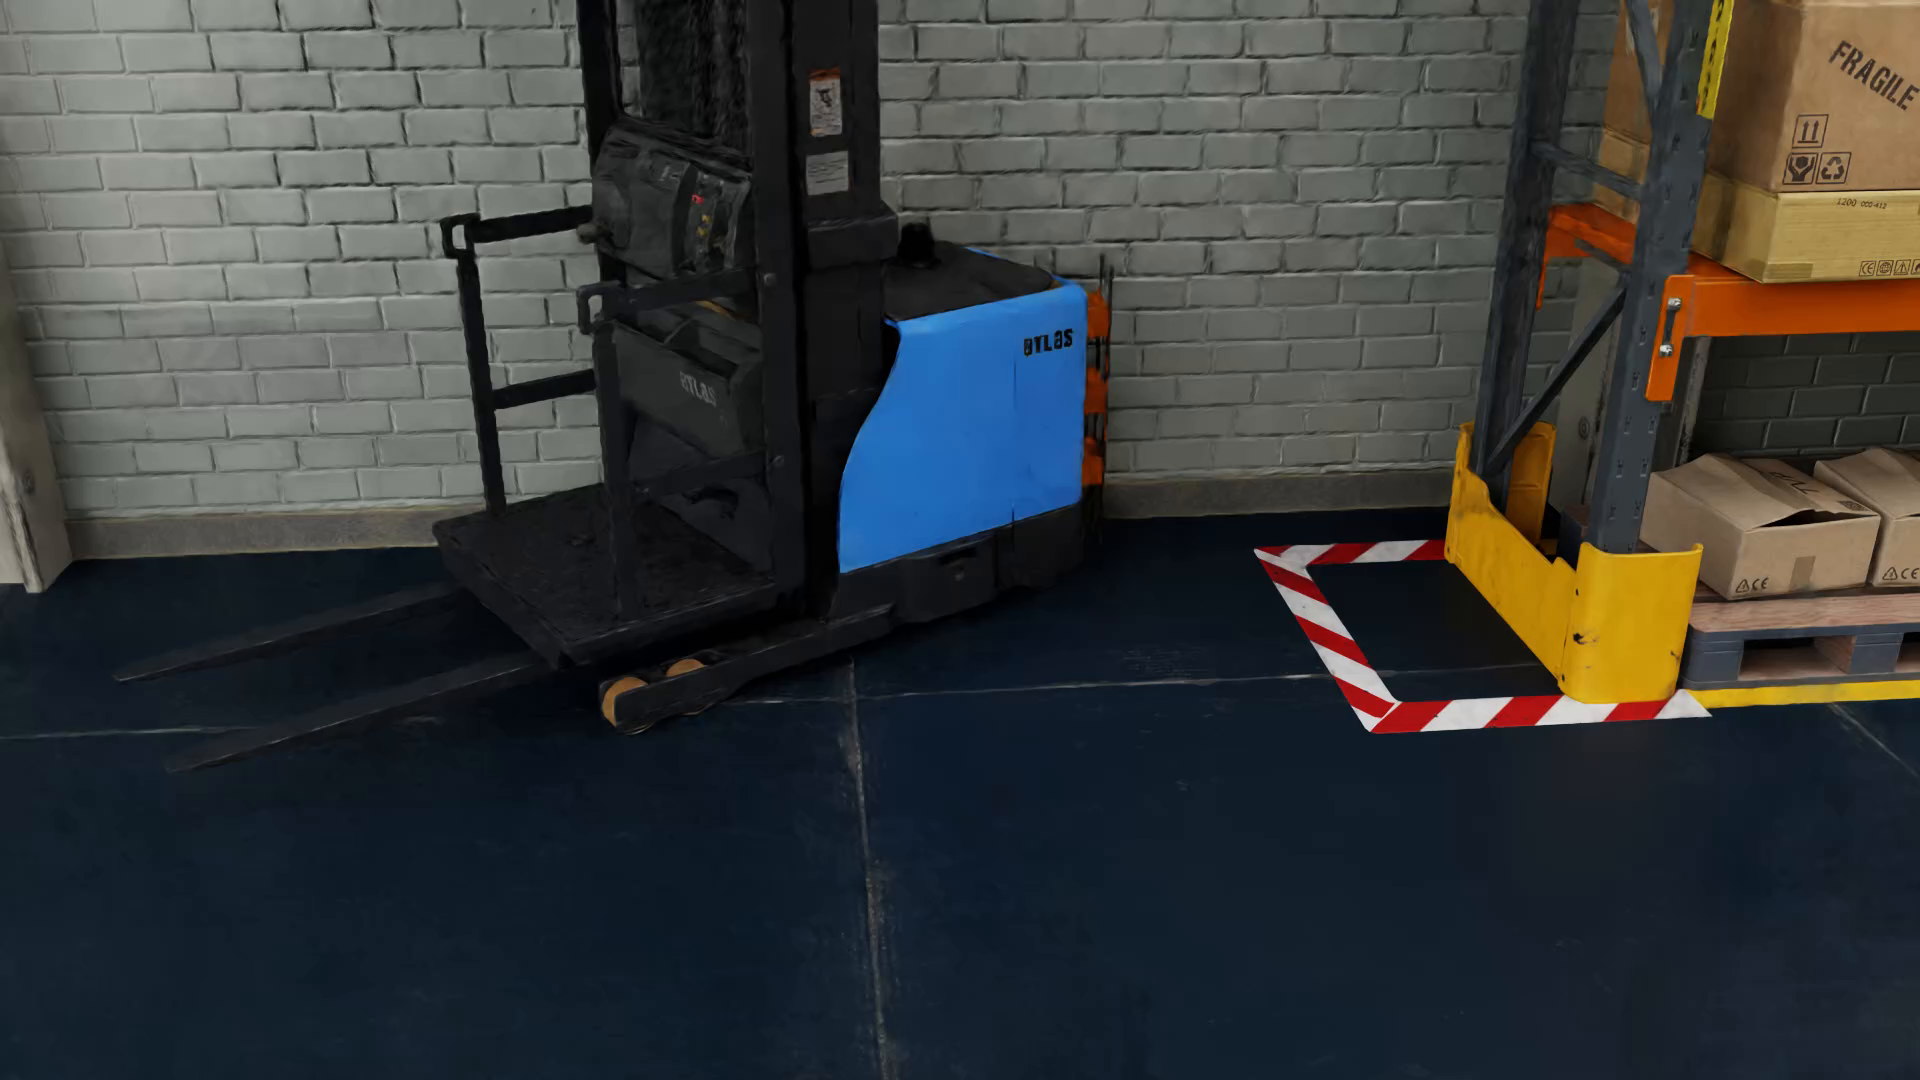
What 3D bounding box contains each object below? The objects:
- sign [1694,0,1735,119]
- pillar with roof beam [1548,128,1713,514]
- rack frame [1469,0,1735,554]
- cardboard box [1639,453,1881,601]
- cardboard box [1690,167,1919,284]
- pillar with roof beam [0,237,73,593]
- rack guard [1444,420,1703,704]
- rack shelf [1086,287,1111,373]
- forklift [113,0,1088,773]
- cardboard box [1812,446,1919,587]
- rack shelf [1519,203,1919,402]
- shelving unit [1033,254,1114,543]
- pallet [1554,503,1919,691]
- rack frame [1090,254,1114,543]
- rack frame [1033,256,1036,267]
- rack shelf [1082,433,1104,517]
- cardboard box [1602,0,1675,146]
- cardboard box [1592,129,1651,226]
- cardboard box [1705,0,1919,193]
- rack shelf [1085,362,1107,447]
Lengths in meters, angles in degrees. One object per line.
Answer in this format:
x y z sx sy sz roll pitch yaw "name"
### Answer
1.982 -1.280 4.371 0.005 0.325 0.100 -2 24 -5 "sign"
2.963 -2.482 0.756 0.400 9.000 9.100 -2 24 -5 "pillar with roof beam"
1.928 -1.104 5.040 0.127 3.000 1.000 -2 24 -5 "rack frame"
2.626 -0.067 5.477 0.500 0.311 0.500 -5 24 -11 "cardboard box"
2.445 -0.935 4.821 0.500 0.250 0.500 -3 24 -7 "cardboard box"
-3.008 -2.243 0.217 0.400 9.000 9.100 -2 24 -5 "pillar with roof beam"
2.004 0.036 5.554 0.348 0.500 1.175 -2 24 -5 "rack guard"
0.399 -0.753 5.978 0.240 0.259 0.215 -2 24 -6 "rack shelf"
-1.045 -1.004 4.901 3.031 2.935 1.130 -17 29 -33 "forklift"
3.193 -0.090 5.528 0.500 0.311 0.500 0 24 -1 "cardboard box"
3.918 -0.855 5.366 4.000 0.370 1.077 -2 24 -5 "rack shelf"
0.398 -0.503 6.089 0.252 1.050 0.215 -2 24 -6 "shelving unit"
2.816 0.149 5.654 1.213 0.211 1.003 -2 24 -5 "pallet"
0.519 -0.509 6.102 0.008 1.050 0.200 -2 24 -6 "rack frame"
0.277 -0.498 6.076 0.008 1.050 0.200 -2 24 -6 "rack frame"
0.397 -0.240 6.206 0.240 0.259 0.215 -2 24 -6 "rack shelf"
2.376 -1.492 5.150 0.500 0.500 0.500 -3 24 -6 "cardboard box"
2.374 -1.141 5.284 0.500 0.250 0.500 -2 24 -4 "cardboard box"
2.433 -1.284 4.683 0.500 0.500 0.500 -2 24 -5 "cardboard box"
0.398 -0.494 6.093 0.240 0.259 0.215 -2 24 -6 "rack shelf"
